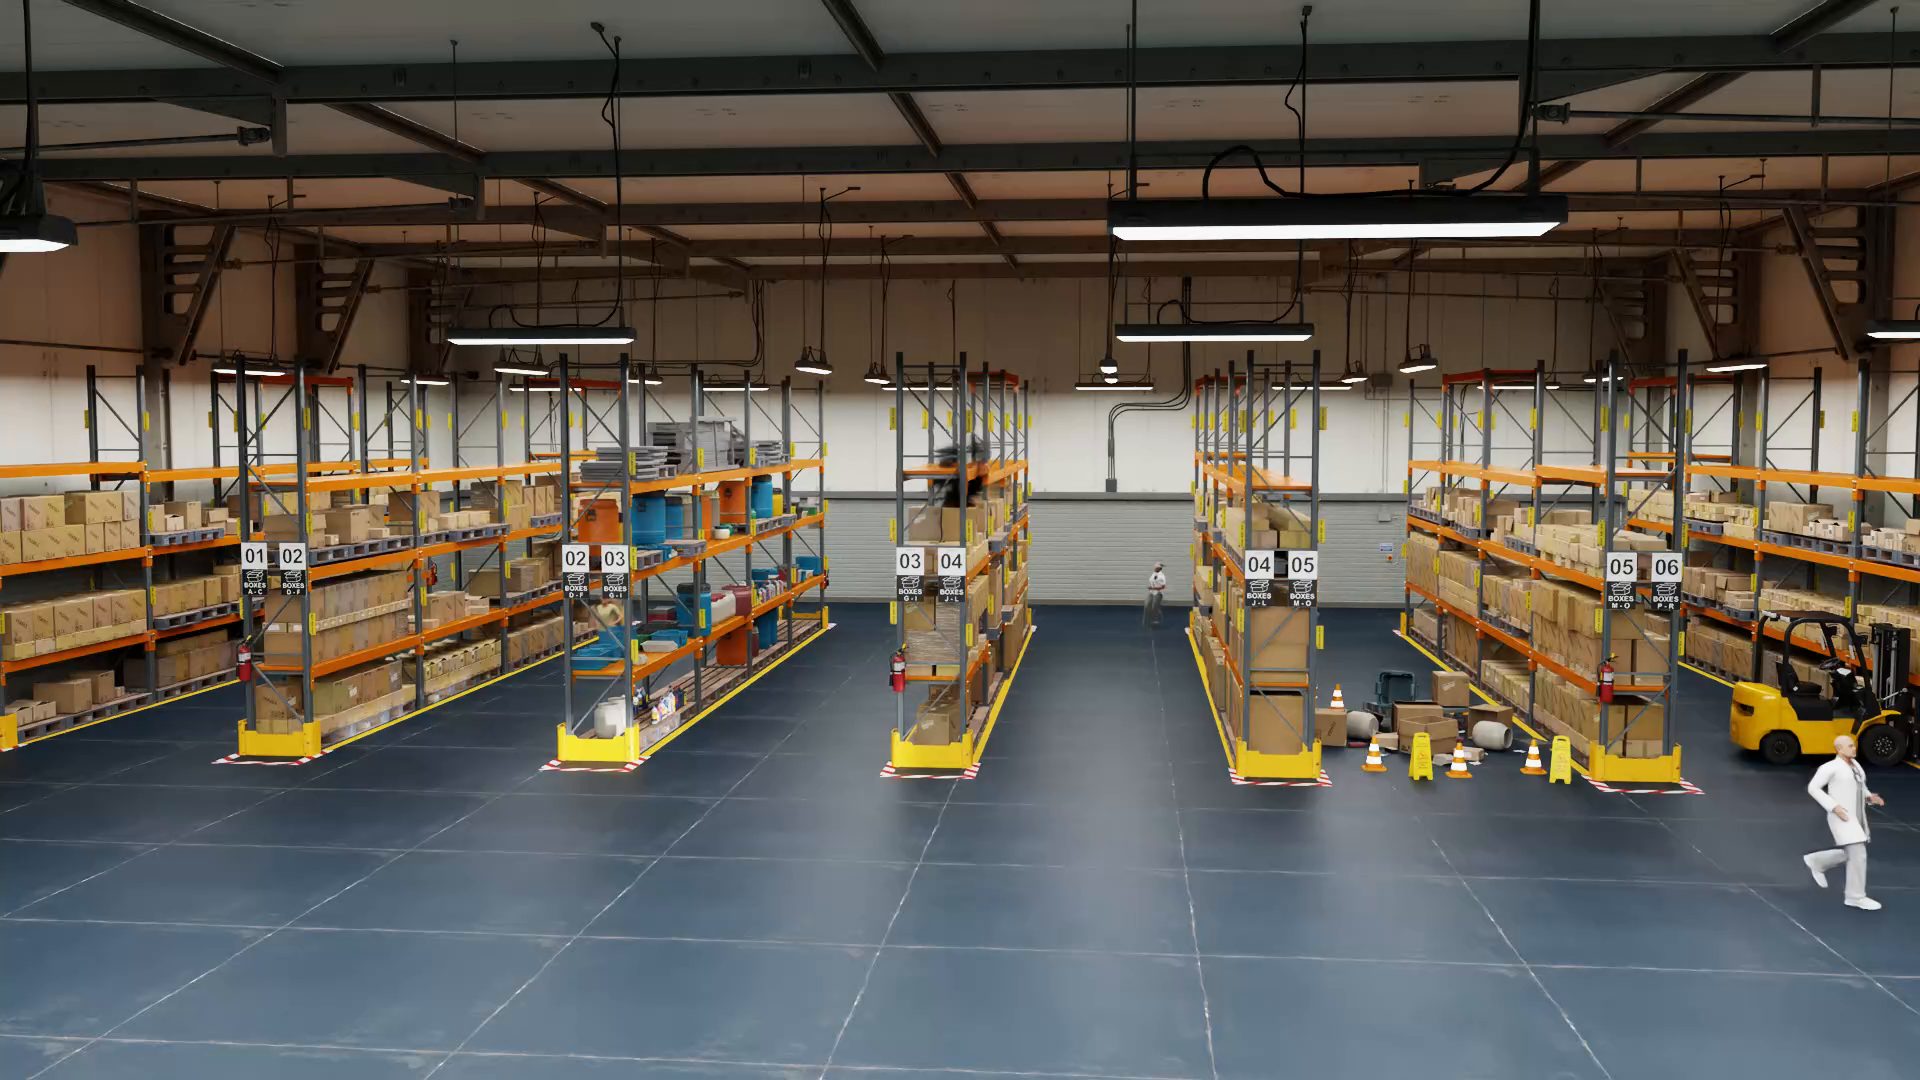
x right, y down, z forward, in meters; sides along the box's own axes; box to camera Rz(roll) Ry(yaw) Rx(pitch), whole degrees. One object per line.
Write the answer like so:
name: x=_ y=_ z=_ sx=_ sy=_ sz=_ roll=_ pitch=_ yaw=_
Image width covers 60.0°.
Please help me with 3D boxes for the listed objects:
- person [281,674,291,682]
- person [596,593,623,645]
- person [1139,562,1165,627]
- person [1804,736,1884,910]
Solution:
person: x=-11.652 y=2.146 z=28.909 sx=0.510 sy=1.578 sz=0.640 roll=0 pitch=4 yaw=0
person: x=-6.894 y=1.857 z=32.677 sx=0.591 sy=1.715 sz=0.777 roll=1 pitch=4 yaw=9
person: x=4.798 y=1.343 z=40.535 sx=0.626 sy=1.686 sz=0.764 roll=-2 pitch=5 yaw=-29
person: x=9.174 y=2.901 z=17.288 sx=0.720 sy=1.745 sz=0.896 roll=-2 pitch=5 yaw=-30
